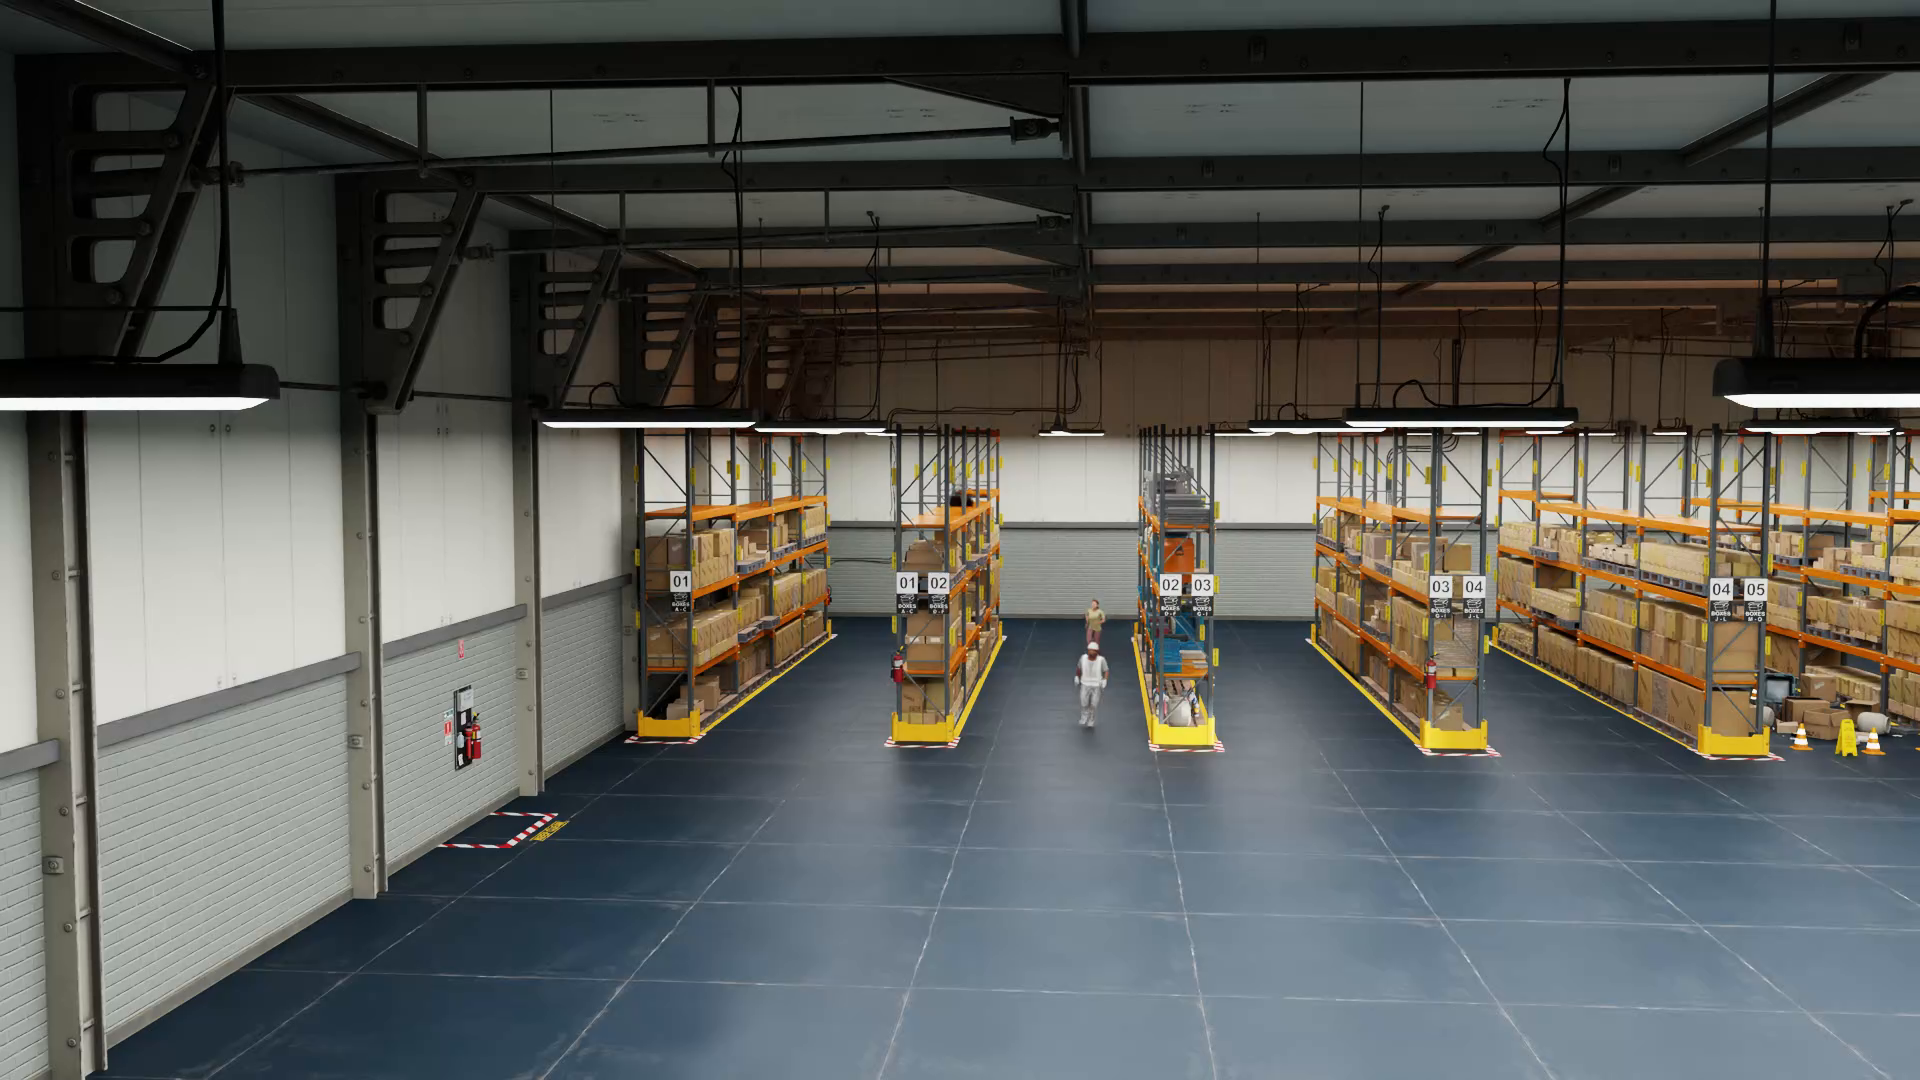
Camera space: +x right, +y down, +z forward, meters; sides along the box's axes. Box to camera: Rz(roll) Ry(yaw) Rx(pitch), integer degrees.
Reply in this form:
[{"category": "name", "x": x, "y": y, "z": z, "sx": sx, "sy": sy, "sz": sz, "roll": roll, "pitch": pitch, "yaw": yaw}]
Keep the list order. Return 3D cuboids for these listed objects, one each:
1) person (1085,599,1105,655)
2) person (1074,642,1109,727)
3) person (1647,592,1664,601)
[{"category": "person", "x": 3.477, "y": 2.311, "z": 42.788, "sx": 0.573, "sy": 1.600, "sz": 0.734, "roll": 1, "pitch": 4, "yaw": 19}, {"category": "person", "x": 2.583, "y": 2.856, "z": 32.697, "sx": 0.694, "sy": 1.713, "sz": 0.807, "roll": 0, "pitch": 3, "yaw": 6}, {"category": "person", "x": 20.254, "y": 1.881, "z": 48.453, "sx": 0.697, "sy": 1.783, "sz": 0.639, "roll": -1, "pitch": 4, "yaw": -19}]
